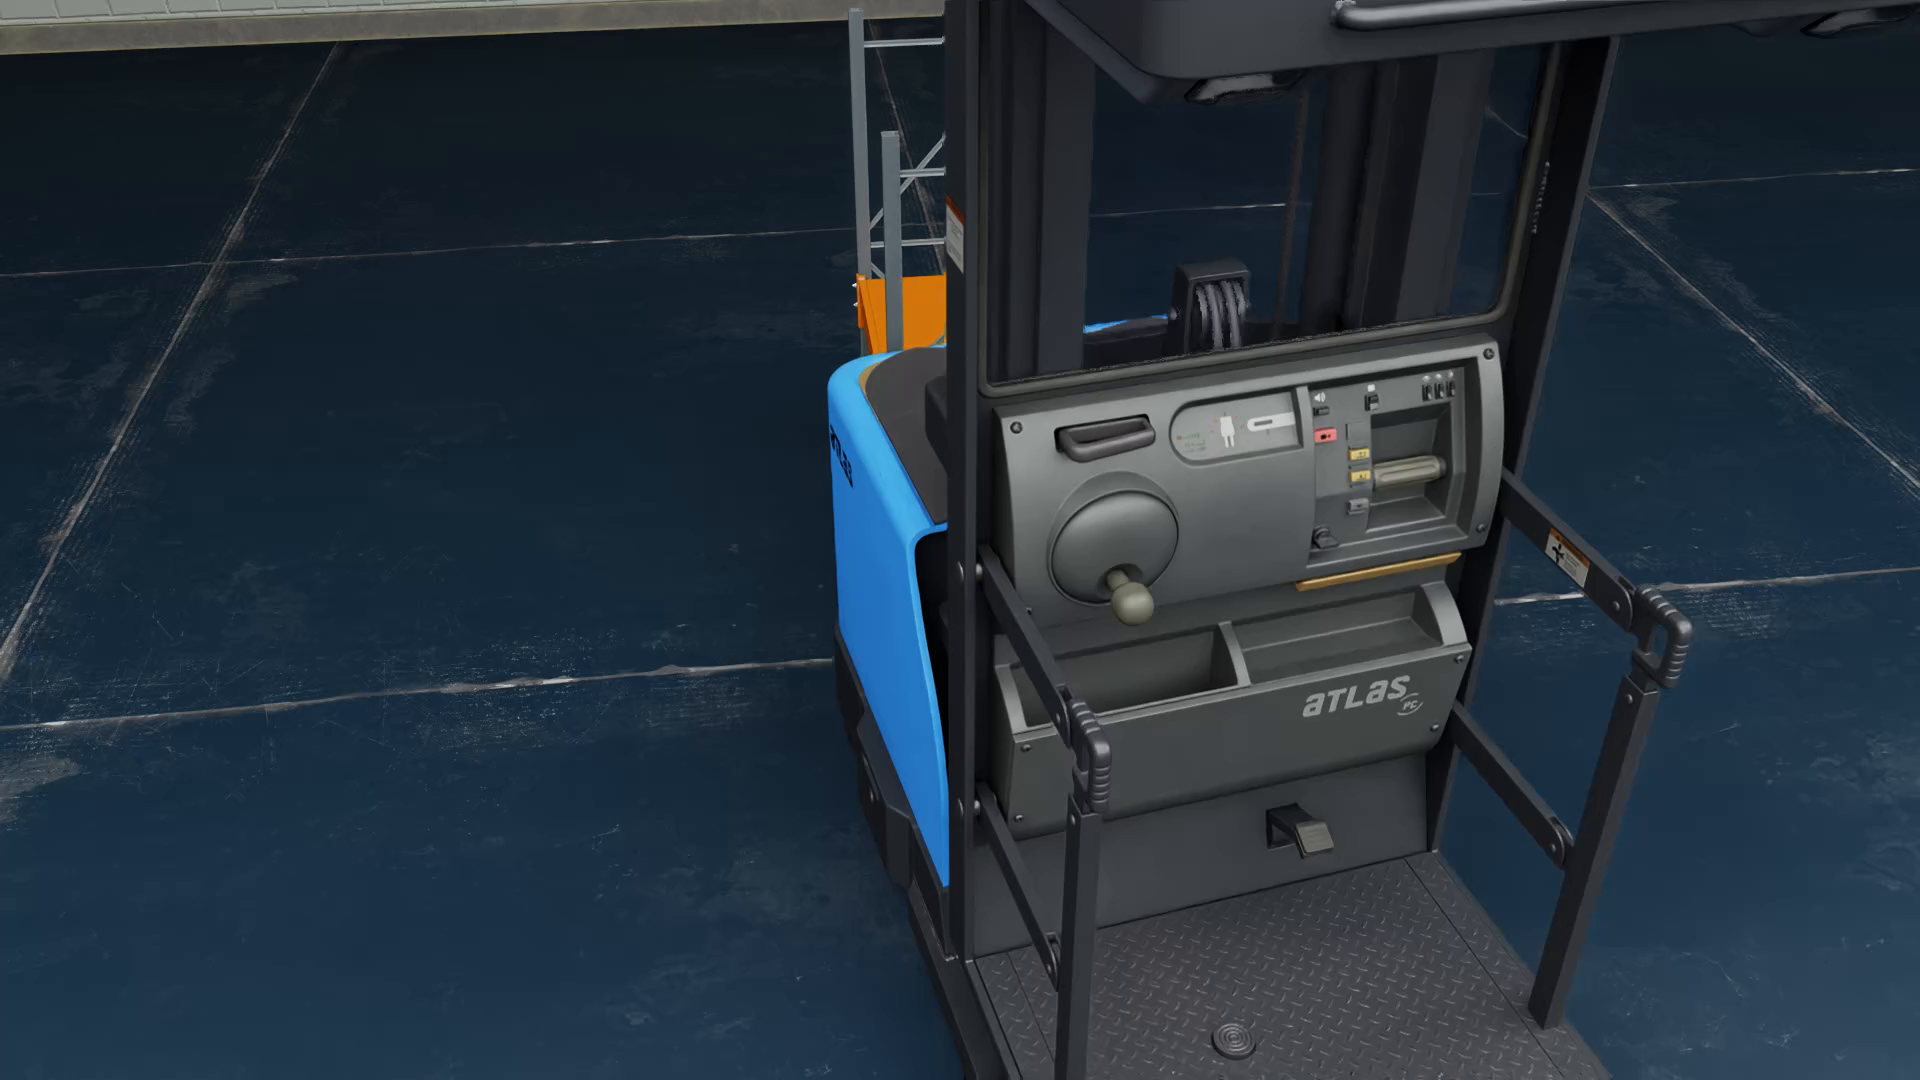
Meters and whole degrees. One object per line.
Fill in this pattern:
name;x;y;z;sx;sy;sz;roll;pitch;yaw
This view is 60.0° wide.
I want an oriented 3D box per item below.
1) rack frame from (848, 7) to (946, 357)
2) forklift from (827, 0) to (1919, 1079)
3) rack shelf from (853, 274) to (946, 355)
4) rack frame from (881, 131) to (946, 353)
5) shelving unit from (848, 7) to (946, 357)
rack frame;-0.080;-0.951;5.314;0.500;1.500;0.032;-4;35;-6
forklift;0.585;-0.043;2.710;1.130;2.935;3.031;-10;35;-14
rack shelf;-0.011;-0.519;4.999;0.538;0.185;1.000;-4;35;-6
rack frame;0.057;-0.384;4.481;0.500;1.500;0.032;-4;35;-6
shelving unit;-0.010;-0.662;4.890;0.587;1.500;1.083;-4;35;-6
